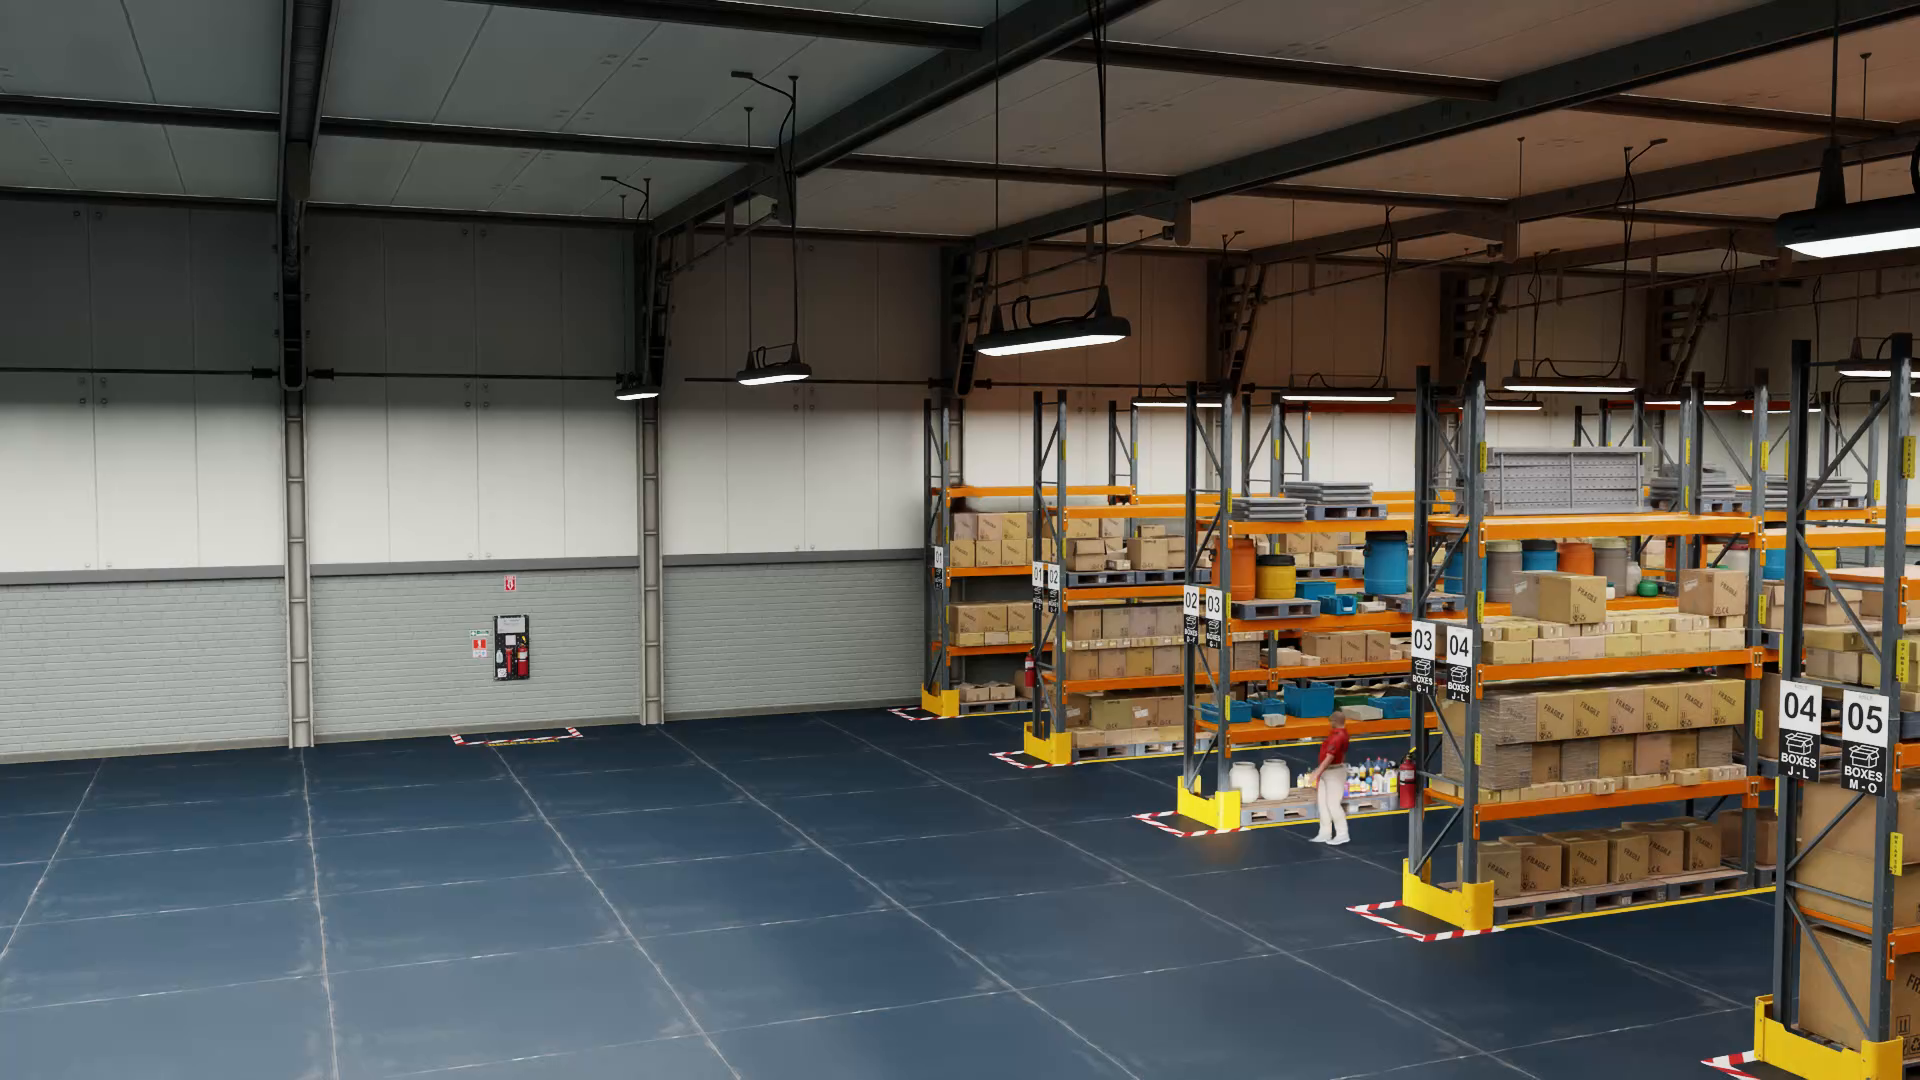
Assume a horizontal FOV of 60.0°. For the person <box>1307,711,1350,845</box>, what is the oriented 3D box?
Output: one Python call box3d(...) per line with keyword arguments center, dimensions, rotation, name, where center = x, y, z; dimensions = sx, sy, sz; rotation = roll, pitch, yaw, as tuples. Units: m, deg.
box3d(center=(4.727, 3.071, 21.377), dimensions=(0.575, 1.766, 0.533), rotation=(0, 3, -3), name="person")
